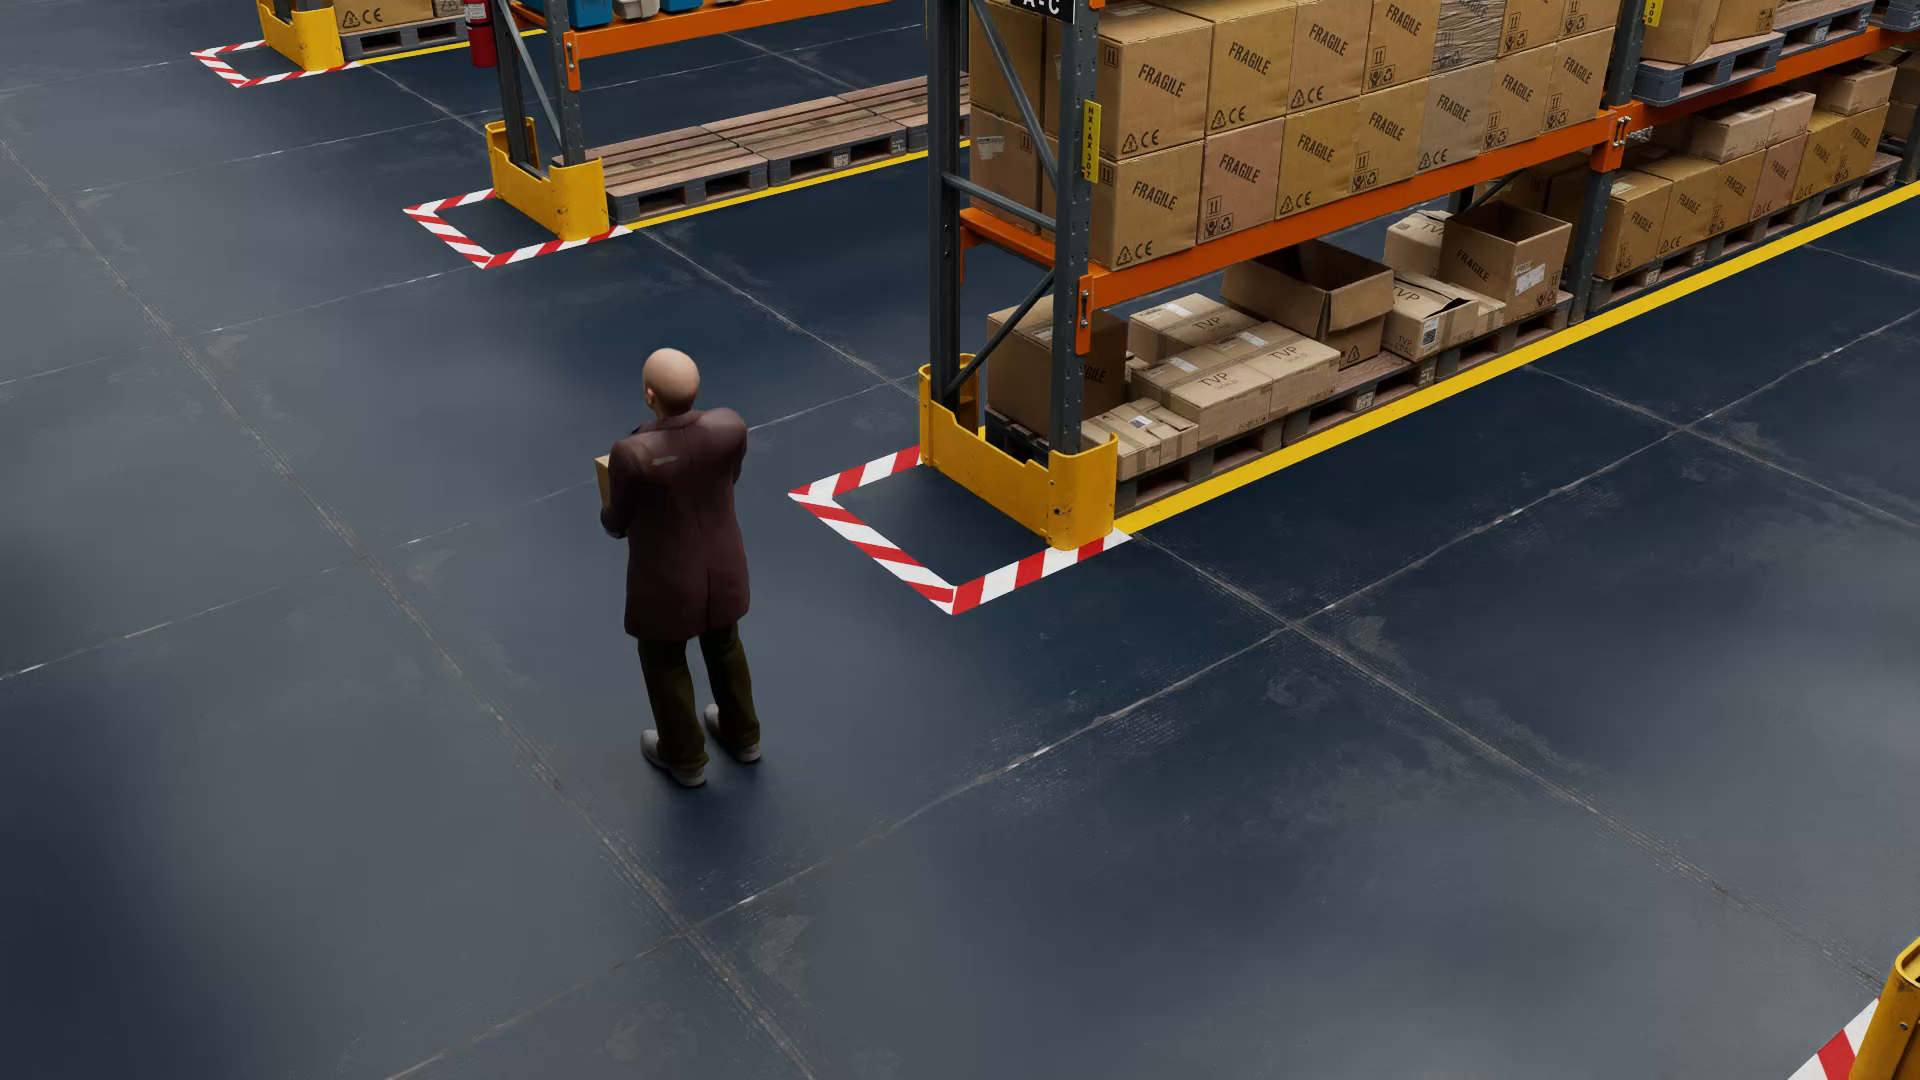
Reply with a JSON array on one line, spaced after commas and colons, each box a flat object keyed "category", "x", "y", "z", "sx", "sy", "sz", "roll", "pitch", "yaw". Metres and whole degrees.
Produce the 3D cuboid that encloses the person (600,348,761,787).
[{"category": "person", "x": -1.051, "y": 0.053, "z": 6.071, "sx": 0.531, "sy": 1.769, "sz": 0.555, "roll": -22, "pitch": 38, "yaw": -31}]
